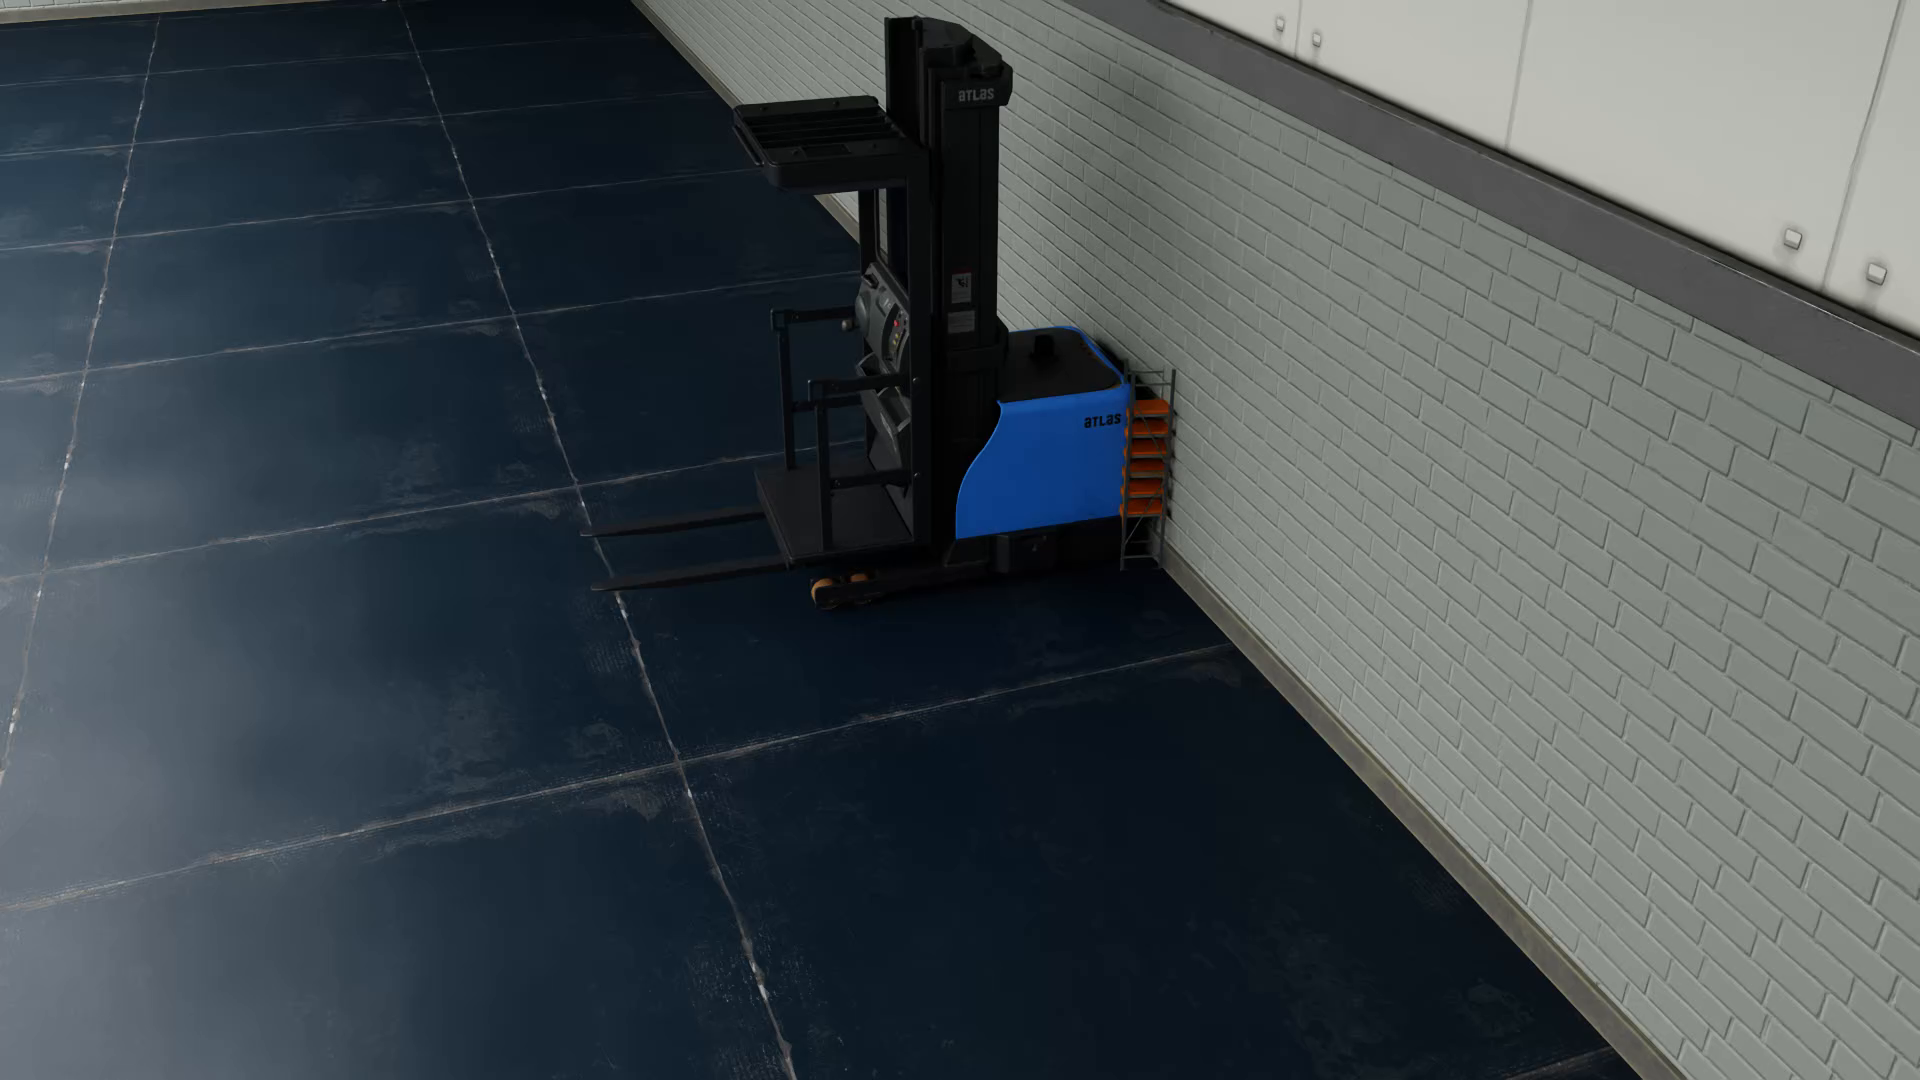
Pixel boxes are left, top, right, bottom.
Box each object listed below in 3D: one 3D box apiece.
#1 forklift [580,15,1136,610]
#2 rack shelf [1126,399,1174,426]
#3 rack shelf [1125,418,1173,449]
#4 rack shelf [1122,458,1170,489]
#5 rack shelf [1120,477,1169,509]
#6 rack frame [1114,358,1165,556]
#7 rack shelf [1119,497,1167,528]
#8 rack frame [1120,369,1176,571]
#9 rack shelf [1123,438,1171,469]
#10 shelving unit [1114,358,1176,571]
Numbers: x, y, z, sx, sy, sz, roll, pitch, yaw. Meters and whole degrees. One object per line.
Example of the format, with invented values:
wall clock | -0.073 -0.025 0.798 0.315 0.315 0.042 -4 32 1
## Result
forklift | -0.599 -1.185 8.870 3.031 2.935 1.130 -8 31 -14
rack shelf | 1.022 -0.693 9.080 0.258 0.103 0.180 -2 27 -6
rack shelf | 1.020 -0.586 9.134 0.258 0.103 0.180 -2 27 -6
rack shelf | 1.018 -0.371 9.241 0.258 0.103 0.180 -2 27 -6
rack shelf | 1.017 -0.264 9.294 0.258 0.103 0.180 -2 27 -6
rack frame | 1.008 -0.452 9.302 0.240 1.200 0.006 -2 27 -6
rack shelf | 1.016 -0.156 9.348 0.258 0.103 0.180 -2 27 -6
rack frame | 1.029 -0.370 9.140 0.240 1.200 0.006 -2 27 -6
rack shelf | 1.019 -0.479 9.187 0.258 0.103 0.180 -2 27 -6
shelving unit | 1.019 -0.411 9.221 0.258 1.200 0.189 -2 27 -6
